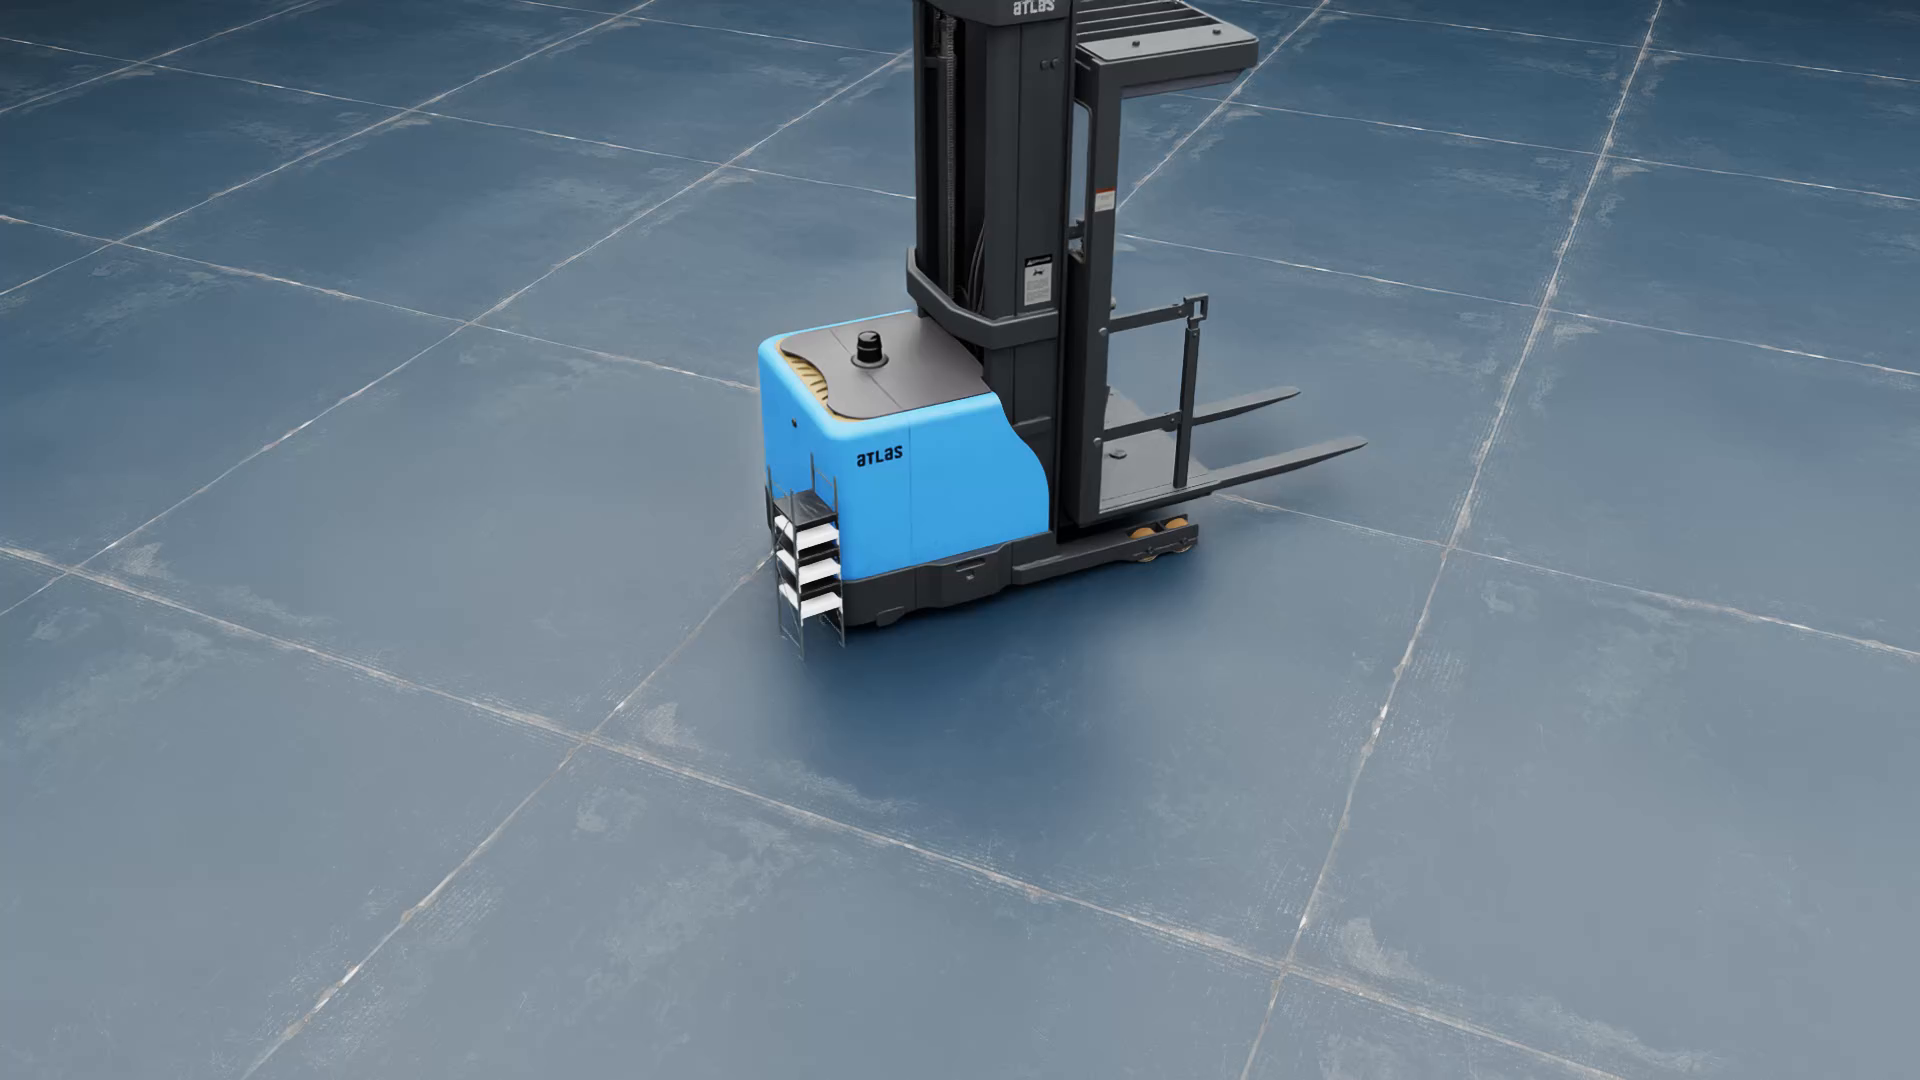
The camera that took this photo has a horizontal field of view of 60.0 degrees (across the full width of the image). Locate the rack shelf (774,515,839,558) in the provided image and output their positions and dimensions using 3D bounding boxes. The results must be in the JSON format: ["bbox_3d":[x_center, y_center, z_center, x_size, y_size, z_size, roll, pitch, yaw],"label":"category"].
[{"bbox_3d":[-0.671,-0.038,7.220,0.200,0.077,0.258,-18,37,-25],"label":"rack shelf"}]

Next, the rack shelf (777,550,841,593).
[{"bbox_3d":[-0.671,0.112,7.319,0.200,0.077,0.258,-18,37,-25],"label":"rack shelf"}]

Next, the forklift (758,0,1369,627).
[{"bbox_3d":[0.608,-1.367,7.661,3.031,2.935,1.130,-14,36,-21],"label":"forklift"}]

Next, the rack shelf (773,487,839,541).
[{"bbox_3d":[-0.671,-0.114,7.171,0.200,0.077,0.258,-18,37,-25],"label":"rack shelf"}]

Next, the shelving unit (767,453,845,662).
[{"bbox_3d":[-0.671,0.084,7.301,0.210,0.900,0.258,-18,37,-25],"label":"shelving unit"}]

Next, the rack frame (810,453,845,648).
[{"bbox_3d":[-0.584,0.056,7.345,0.006,0.900,0.240,-18,37,-25],"label":"rack frame"}]

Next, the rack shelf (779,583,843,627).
[{"bbox_3d":[-0.671,0.263,7.418,0.200,0.077,0.258,-18,37,-25],"label":"rack shelf"}]

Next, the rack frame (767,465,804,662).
[{"bbox_3d":[-0.758,0.113,7.257,0.006,0.900,0.240,-18,37,-25],"label":"rack frame"}]

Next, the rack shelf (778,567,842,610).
[{"bbox_3d":[-0.671,0.187,7.368,0.200,0.077,0.258,-18,37,-25],"label":"rack shelf"}]

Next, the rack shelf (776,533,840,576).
[{"bbox_3d":[-0.671,0.037,7.270,0.200,0.077,0.258,-18,37,-25],"label":"rack shelf"}]
